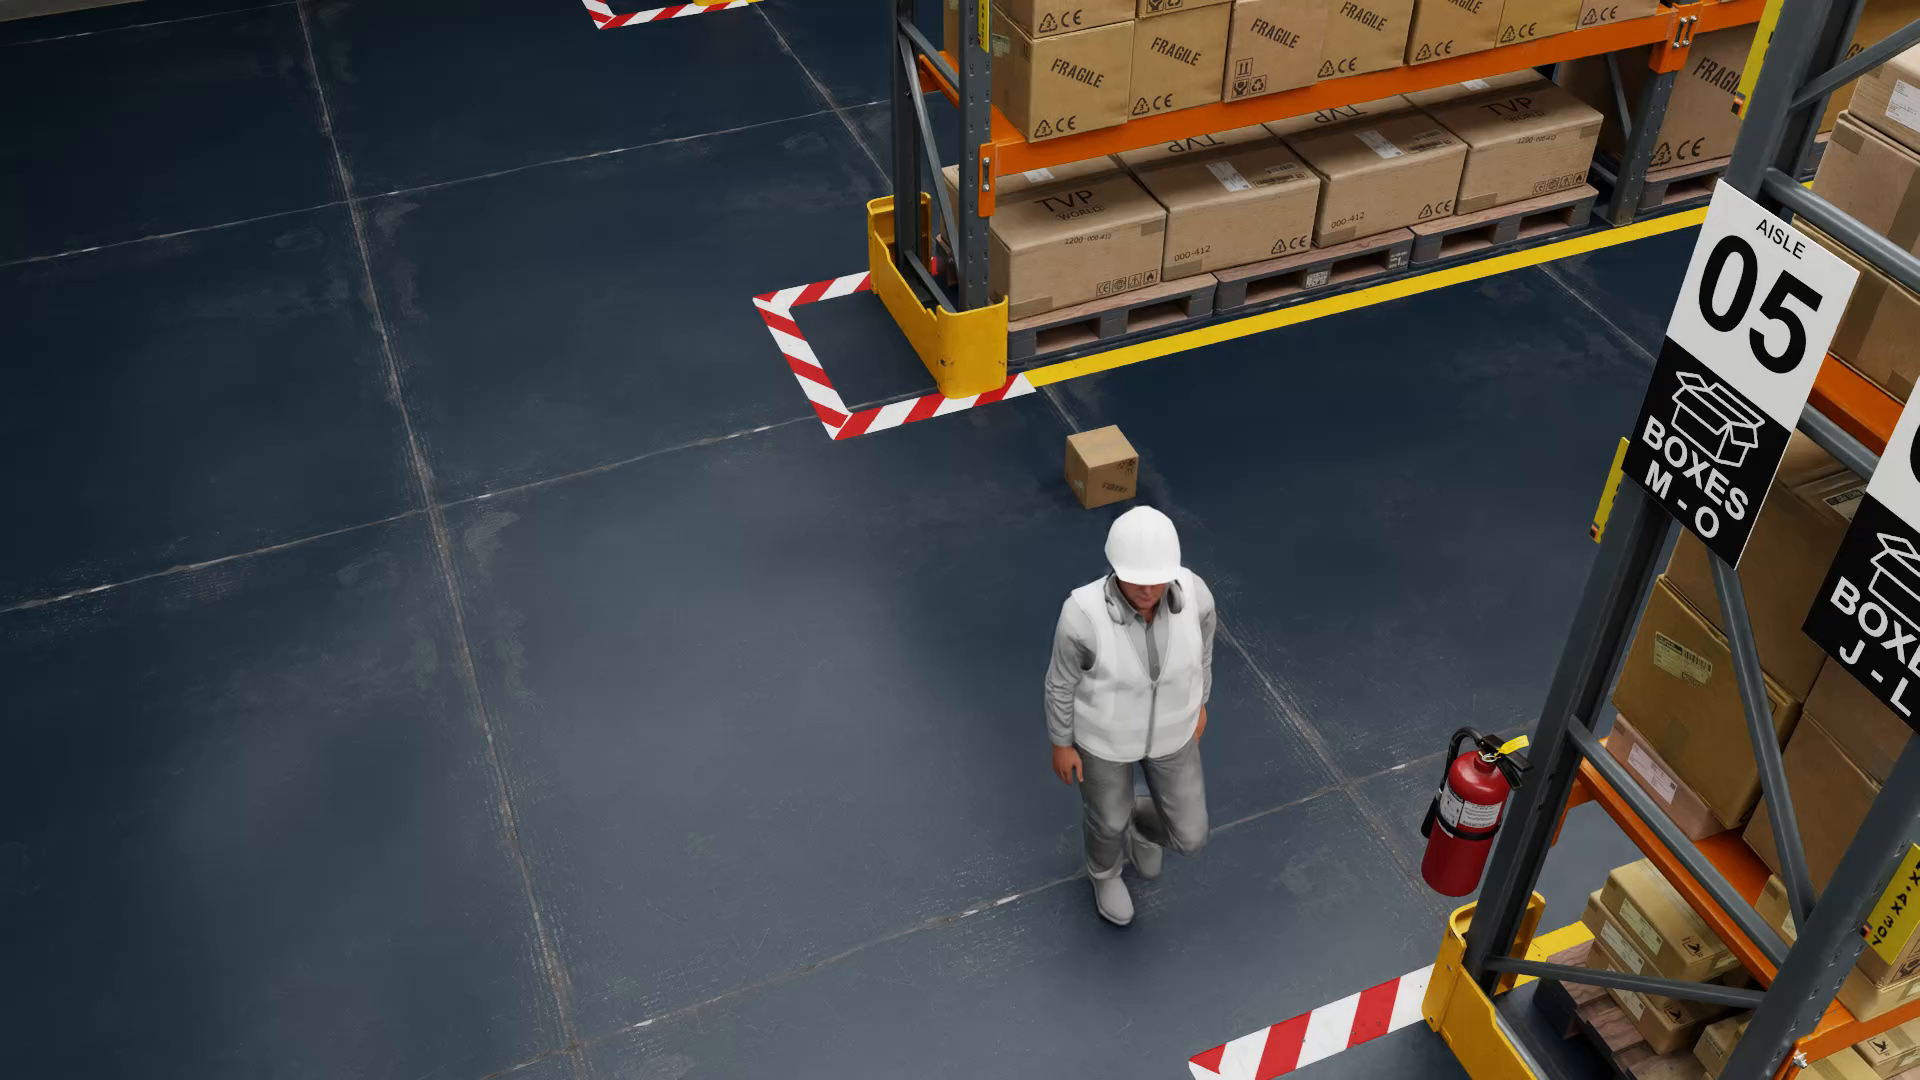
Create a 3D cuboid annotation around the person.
[{"bbox_3d":[0.556,0.624,5.389,0.573,1.768,0.462,-8,42,-9],"label":"person"}]
